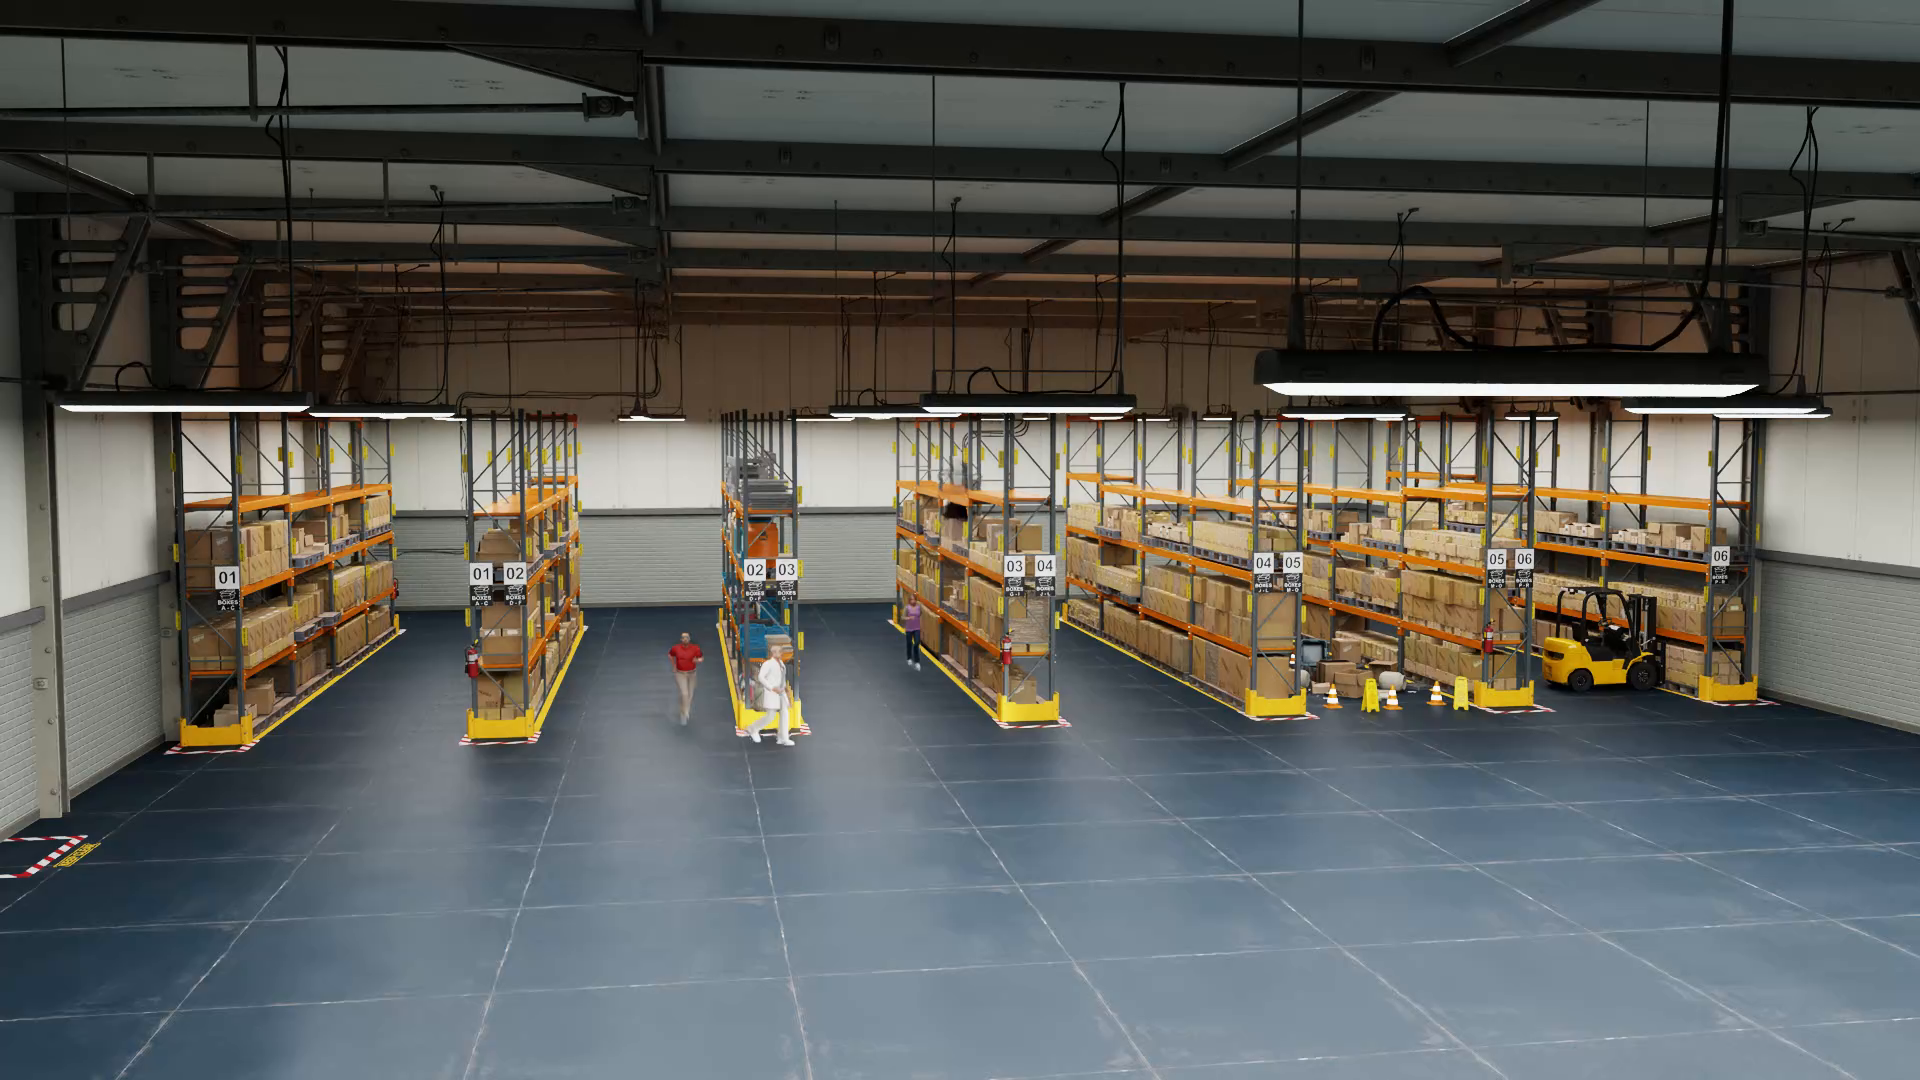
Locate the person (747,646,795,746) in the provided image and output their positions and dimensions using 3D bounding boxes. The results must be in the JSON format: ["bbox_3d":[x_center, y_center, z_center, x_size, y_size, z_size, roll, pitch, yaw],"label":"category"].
[{"bbox_3d":[-3.307,2.763,29.718,0.953,1.749,0.760,2,5,29],"label":"person"}]

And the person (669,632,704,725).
[{"bbox_3d":[-5.235,2.658,31.913,0.626,1.809,0.800,-2,4,-21],"label":"person"}]

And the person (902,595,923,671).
[{"bbox_3d":[-1.049,2.052,37.052,0.522,1.675,0.673,-1,4,-13],"label":"person"}]

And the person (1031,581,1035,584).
[{"bbox_3d":[1.871,1.551,47.569,0.718,1.730,0.530,1,4,16],"label":"person"}]
